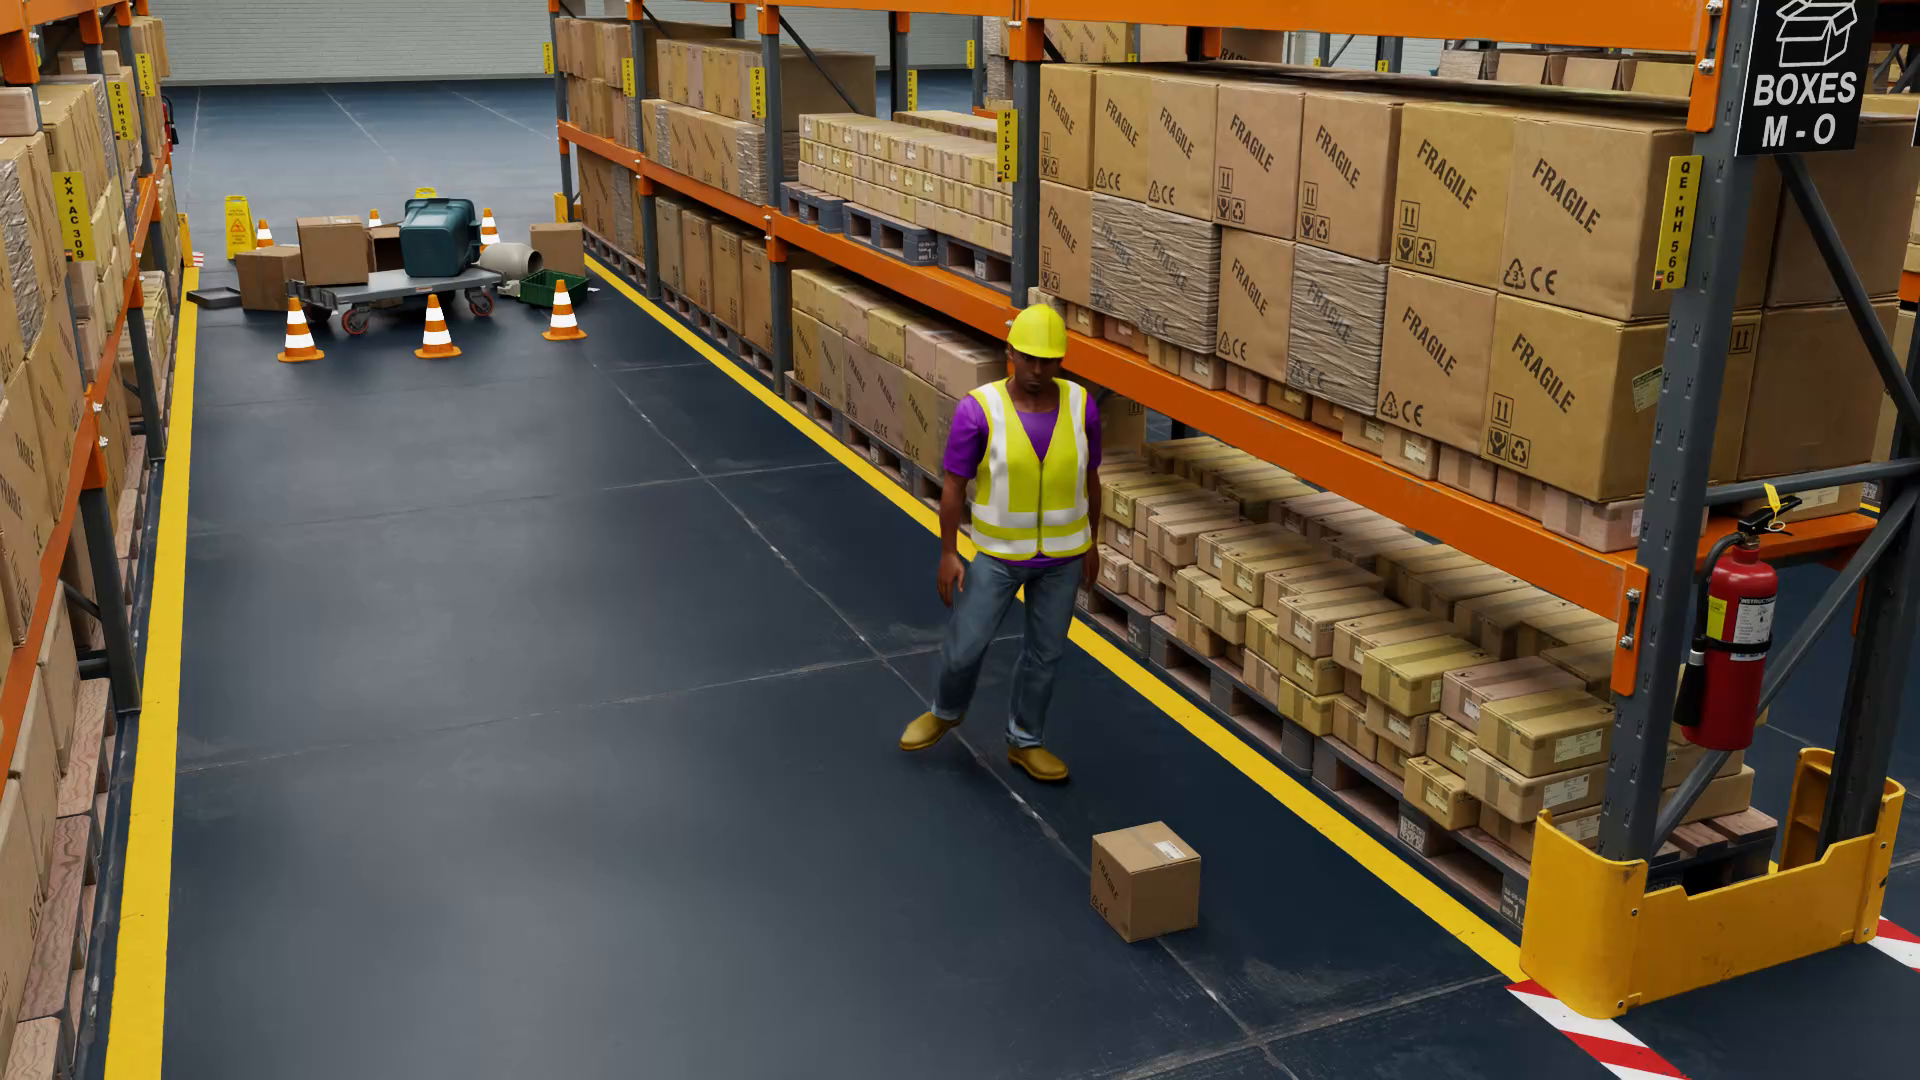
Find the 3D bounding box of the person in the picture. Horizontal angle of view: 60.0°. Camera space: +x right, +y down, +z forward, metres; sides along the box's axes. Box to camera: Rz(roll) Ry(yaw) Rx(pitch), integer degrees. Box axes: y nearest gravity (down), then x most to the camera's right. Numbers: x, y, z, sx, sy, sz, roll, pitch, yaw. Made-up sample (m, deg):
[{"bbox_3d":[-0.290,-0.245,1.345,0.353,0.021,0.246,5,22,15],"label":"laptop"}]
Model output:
[{"bbox_3d":[0.151,0.020,5.931,0.733,1.758,0.524,-4,19,-10],"label":"person"}]
